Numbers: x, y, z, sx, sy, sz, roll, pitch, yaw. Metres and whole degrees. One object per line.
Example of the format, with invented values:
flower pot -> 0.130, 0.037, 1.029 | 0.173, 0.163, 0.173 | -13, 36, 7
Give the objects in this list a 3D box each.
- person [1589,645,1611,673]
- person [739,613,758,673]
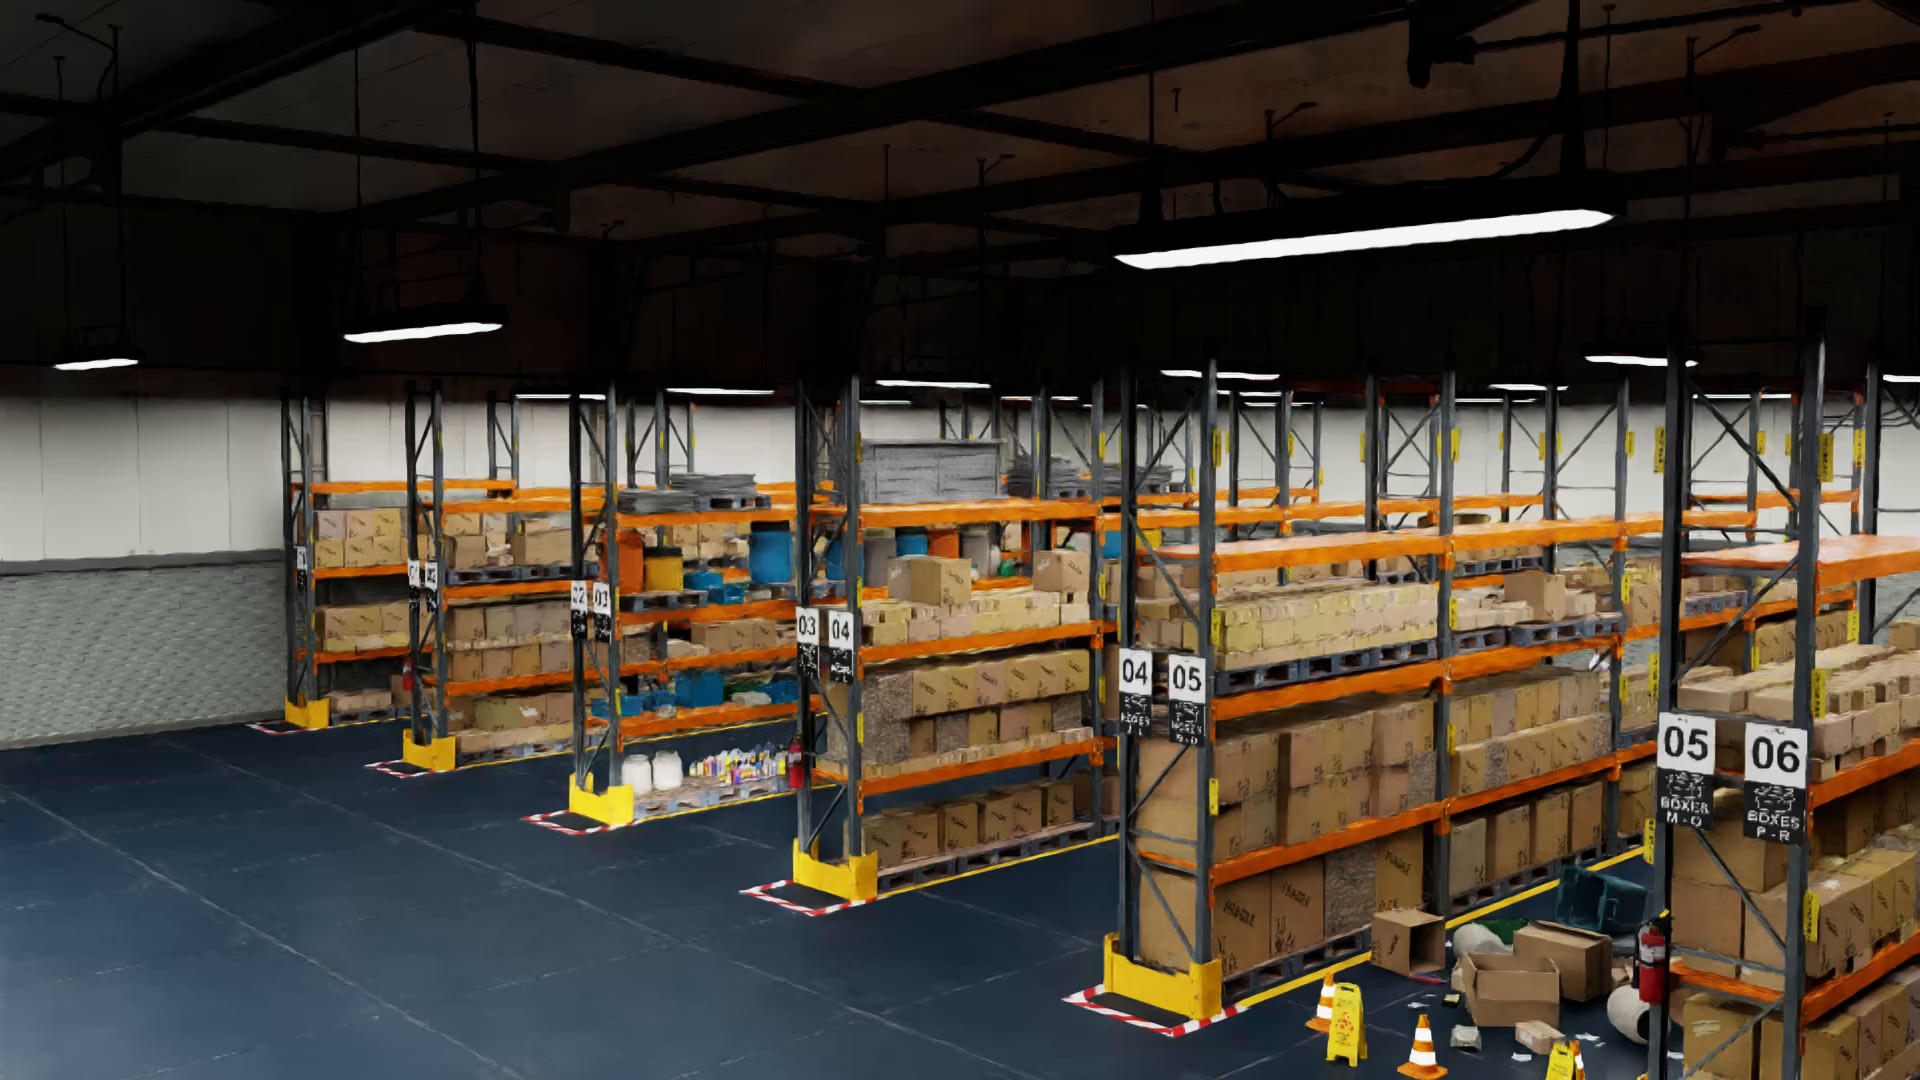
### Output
person -> 10.446, 2.522, 27.072 | 0.439, 1.784, 0.701 | 3, 5, 38
person -> -4.377, 2.194, 33.841 | 0.443, 1.587, 0.987 | 3, 5, 39
